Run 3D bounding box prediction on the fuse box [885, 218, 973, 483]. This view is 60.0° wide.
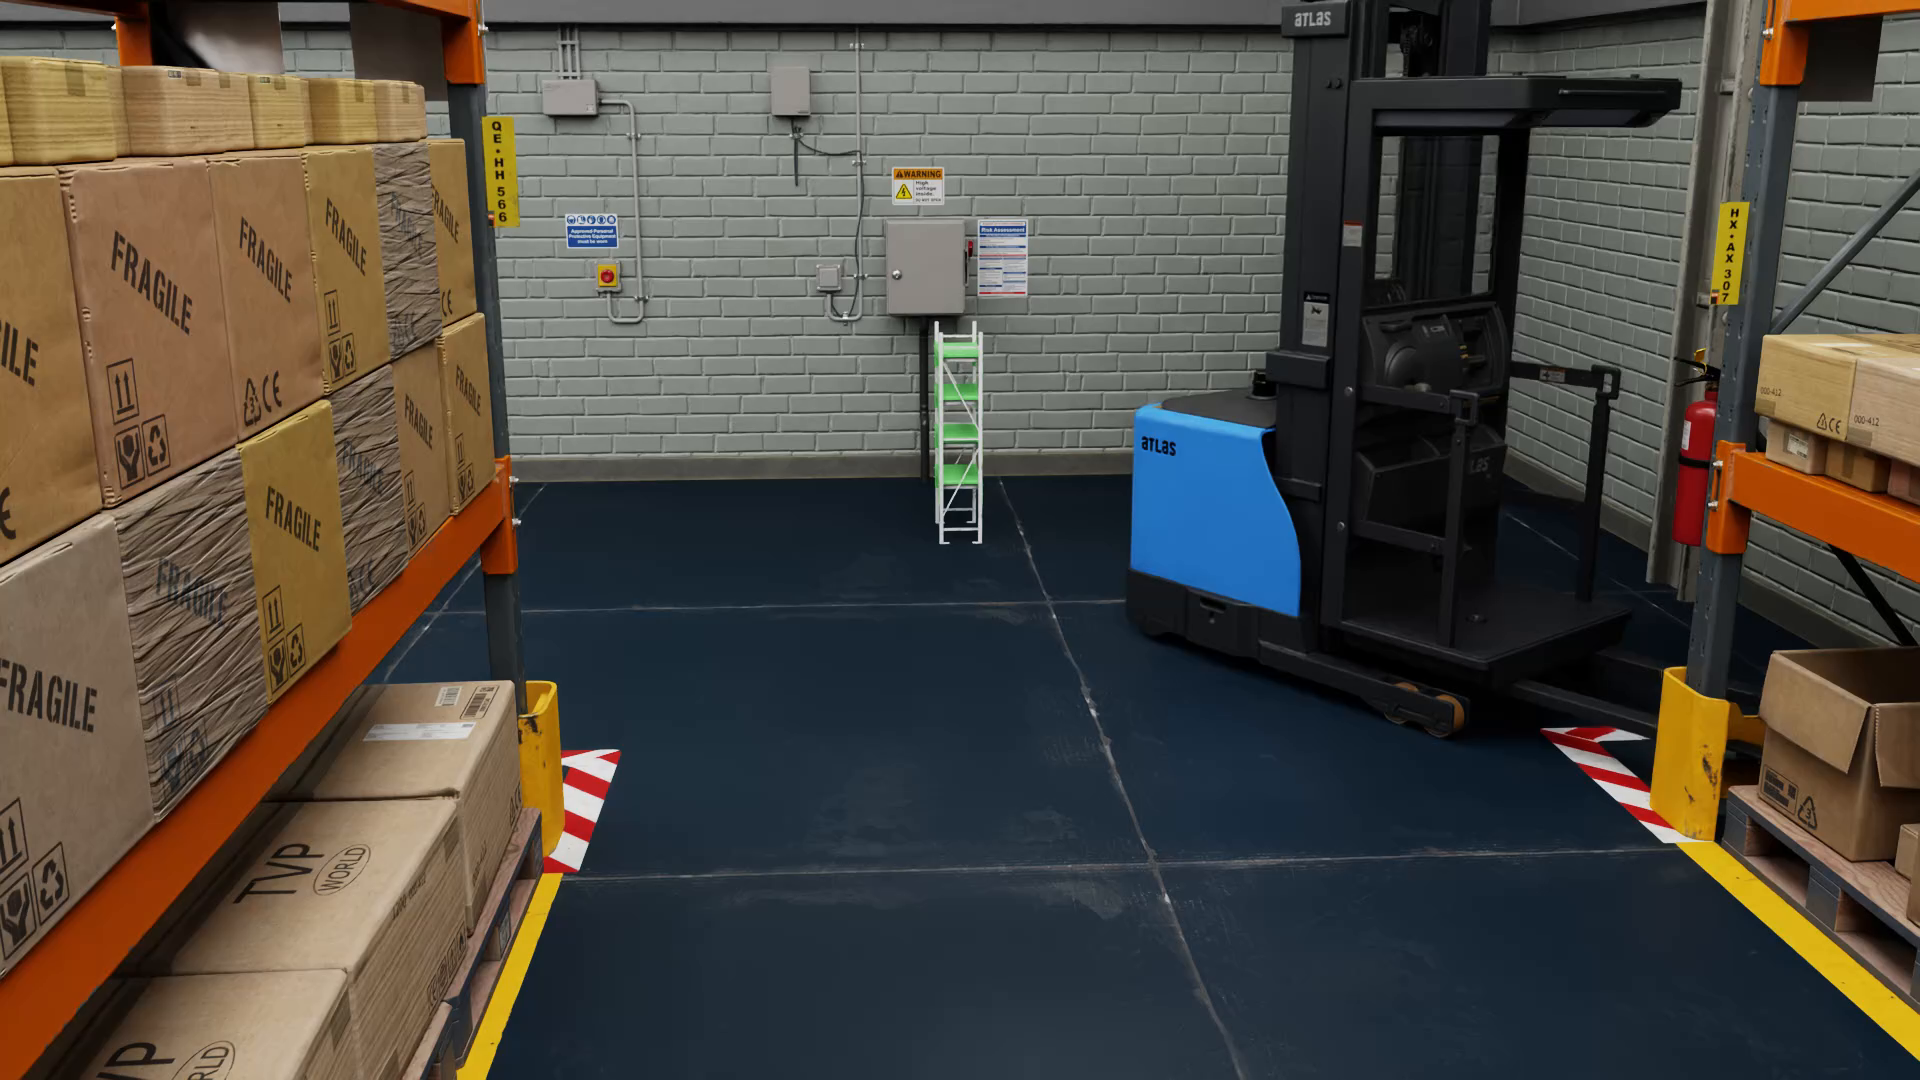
[{"bbox_3d":[-0.202,-1.207,10.782,0.539,1.711,0.414,-1,14,-3],"label":"fuse box"}]

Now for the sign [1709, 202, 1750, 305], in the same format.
[{"bbox_3d":[2.478,-0.921,5.348,0.100,0.325,0.005,-1,14,-3],"label":"sign"}]

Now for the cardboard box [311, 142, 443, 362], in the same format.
[{"bbox_3d":[-1.605,-0.719,4.095,0.500,0.500,0.500,-1,14,-3],"label":"cardboard box"}]

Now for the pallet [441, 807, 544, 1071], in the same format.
[{"bbox_3d":[-1.807,1.116,4.767,1.003,0.211,1.213,-1,14,-3],"label":"pallet"}]

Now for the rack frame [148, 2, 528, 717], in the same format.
[{"bbox_3d":[-1.935,-0.432,5.187,1.000,3.000,0.127,-1,14,-3],"label":"rack frame"}]

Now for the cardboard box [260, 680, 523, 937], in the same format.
[{"bbox_3d":[-1.794,0.768,4.822,0.875,0.438,0.875,-1,14,-5],"label":"cardboard box"}]

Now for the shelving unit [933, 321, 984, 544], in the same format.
[{"bbox_3d":[-0.010,-0.622,9.537,0.258,1.200,0.503,-1,14,-3],"label":"shelving unit"}]

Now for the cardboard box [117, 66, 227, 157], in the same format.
[{"bbox_3d":[-1.523,-0.746,2.897,0.380,0.149,0.250,-1,14,-3],"label":"cardboard box"}]

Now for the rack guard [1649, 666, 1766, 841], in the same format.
[{"bbox_3d":[3.024,0.719,5.727,1.175,0.500,0.348,-1,14,-3],"label":"rack guard"}]

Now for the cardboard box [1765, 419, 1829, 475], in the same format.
[{"bbox_3d":[2.766,-0.302,5.186,0.380,0.149,0.250,-1,14,-4],"label":"cardboard box"}]

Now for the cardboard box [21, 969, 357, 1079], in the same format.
[{"bbox_3d":[-1.675,1.219,3.066,0.875,0.438,0.875,-1,14,-5],"label":"cardboard box"}]

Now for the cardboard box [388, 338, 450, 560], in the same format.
[{"bbox_3d":[-1.624,-0.240,4.238,0.500,0.500,0.500,-1,14,-5],"label":"cardboard box"}]

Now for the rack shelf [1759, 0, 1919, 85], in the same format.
[{"bbox_3d":[3.143,-1.117,3.271,1.077,0.370,4.000,-1,14,-3],"label":"rack shelf"}]

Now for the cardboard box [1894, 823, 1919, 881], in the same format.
[{"bbox_3d":[2.950,0.927,4.782,0.380,0.149,0.250,-1,15,-6],"label":"cardboard box"}]

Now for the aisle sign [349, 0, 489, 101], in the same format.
[{"bbox_3d":[-1.630,-1.714,4.952,0.394,0.787,0.004,-1,14,-3],"label":"aisle sign"}]

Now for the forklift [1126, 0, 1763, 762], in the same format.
[{"bbox_3d":[2.104,-0.786,6.699,1.130,2.935,3.031,-12,18,-38],"label":"forklift"}]

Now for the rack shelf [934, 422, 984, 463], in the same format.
[{"bbox_3d":[-0.010,-0.560,9.553,0.258,0.148,0.480,-1,14,-3],"label":"rack shelf"}]

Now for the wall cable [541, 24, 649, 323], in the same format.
[{"bbox_3d":[-2.307,-2.342,10.506,0.585,1.953,0.123,-1,14,-3],"label":"wall cable"}]

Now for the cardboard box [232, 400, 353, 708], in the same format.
[{"bbox_3d":[-1.538,0.016,3.243,0.500,0.500,0.500,0,14,-2],"label":"cardboard box"}]

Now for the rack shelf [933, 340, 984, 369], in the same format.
[{"bbox_3d":[-0.010,-1.025,9.433,0.258,0.148,0.480,-1,14,-3],"label":"rack shelf"}]

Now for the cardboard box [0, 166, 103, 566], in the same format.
[{"bbox_3d":[-1.500,-0.218,2.147,0.500,0.500,0.500,-1,14,-4],"label":"cardboard box"}]

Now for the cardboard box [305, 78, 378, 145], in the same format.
[{"bbox_3d":[-1.598,-1.004,3.900,0.380,0.149,0.250,-1,14,-2],"label":"cardboard box"}]

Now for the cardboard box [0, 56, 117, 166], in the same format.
[{"bbox_3d":[-1.479,-0.623,2.417,0.380,0.149,0.250,-1,14,-5],"label":"cardboard box"}]

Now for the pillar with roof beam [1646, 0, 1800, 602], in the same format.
[{"bbox_3d":[-0.545,-4.033,7.143,9.100,9.000,0.400,-1,14,-3],"label":"pillar with roof beam"}]

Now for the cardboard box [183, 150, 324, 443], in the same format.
[{"bbox_3d":[-1.549,-0.471,3.131,0.500,0.500,0.500,-1,14,-4],"label":"cardboard box"}]

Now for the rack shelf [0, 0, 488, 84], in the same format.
[{"bbox_3d":[-1.811,-1.039,2.970,1.077,0.370,4.000,-1,14,-3],"label":"rack shelf"}]

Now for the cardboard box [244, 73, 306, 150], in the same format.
[{"bbox_3d":[-1.579,-0.877,3.404,0.380,0.149,0.250,-1,14,-2],"label":"cardboard box"}]

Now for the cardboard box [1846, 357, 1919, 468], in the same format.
[{"bbox_3d":[2.810,-0.339,4.528,0.500,0.250,0.500,-1,14,-3],"label":"cardboard box"}]

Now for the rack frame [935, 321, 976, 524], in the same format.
[{"bbox_3d":[-0.025,-0.683,9.773,0.240,1.200,0.015,-1,14,-3],"label":"rack frame"}]

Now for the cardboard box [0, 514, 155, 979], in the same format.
[{"bbox_3d":[-1.482,0.268,2.264,0.500,0.500,0.500,-1,14,-3],"label":"cardboard box"}]

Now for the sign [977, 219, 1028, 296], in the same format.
[{"bbox_3d":[0.279,-1.844,10.863,0.329,0.494,0.001,-1,14,-3],"label":"sign"}]

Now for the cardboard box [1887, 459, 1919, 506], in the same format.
[{"bbox_3d":[2.879,-0.175,4.691,0.380,0.149,0.250,-1,14,-4],"label":"cardboard box"}]
